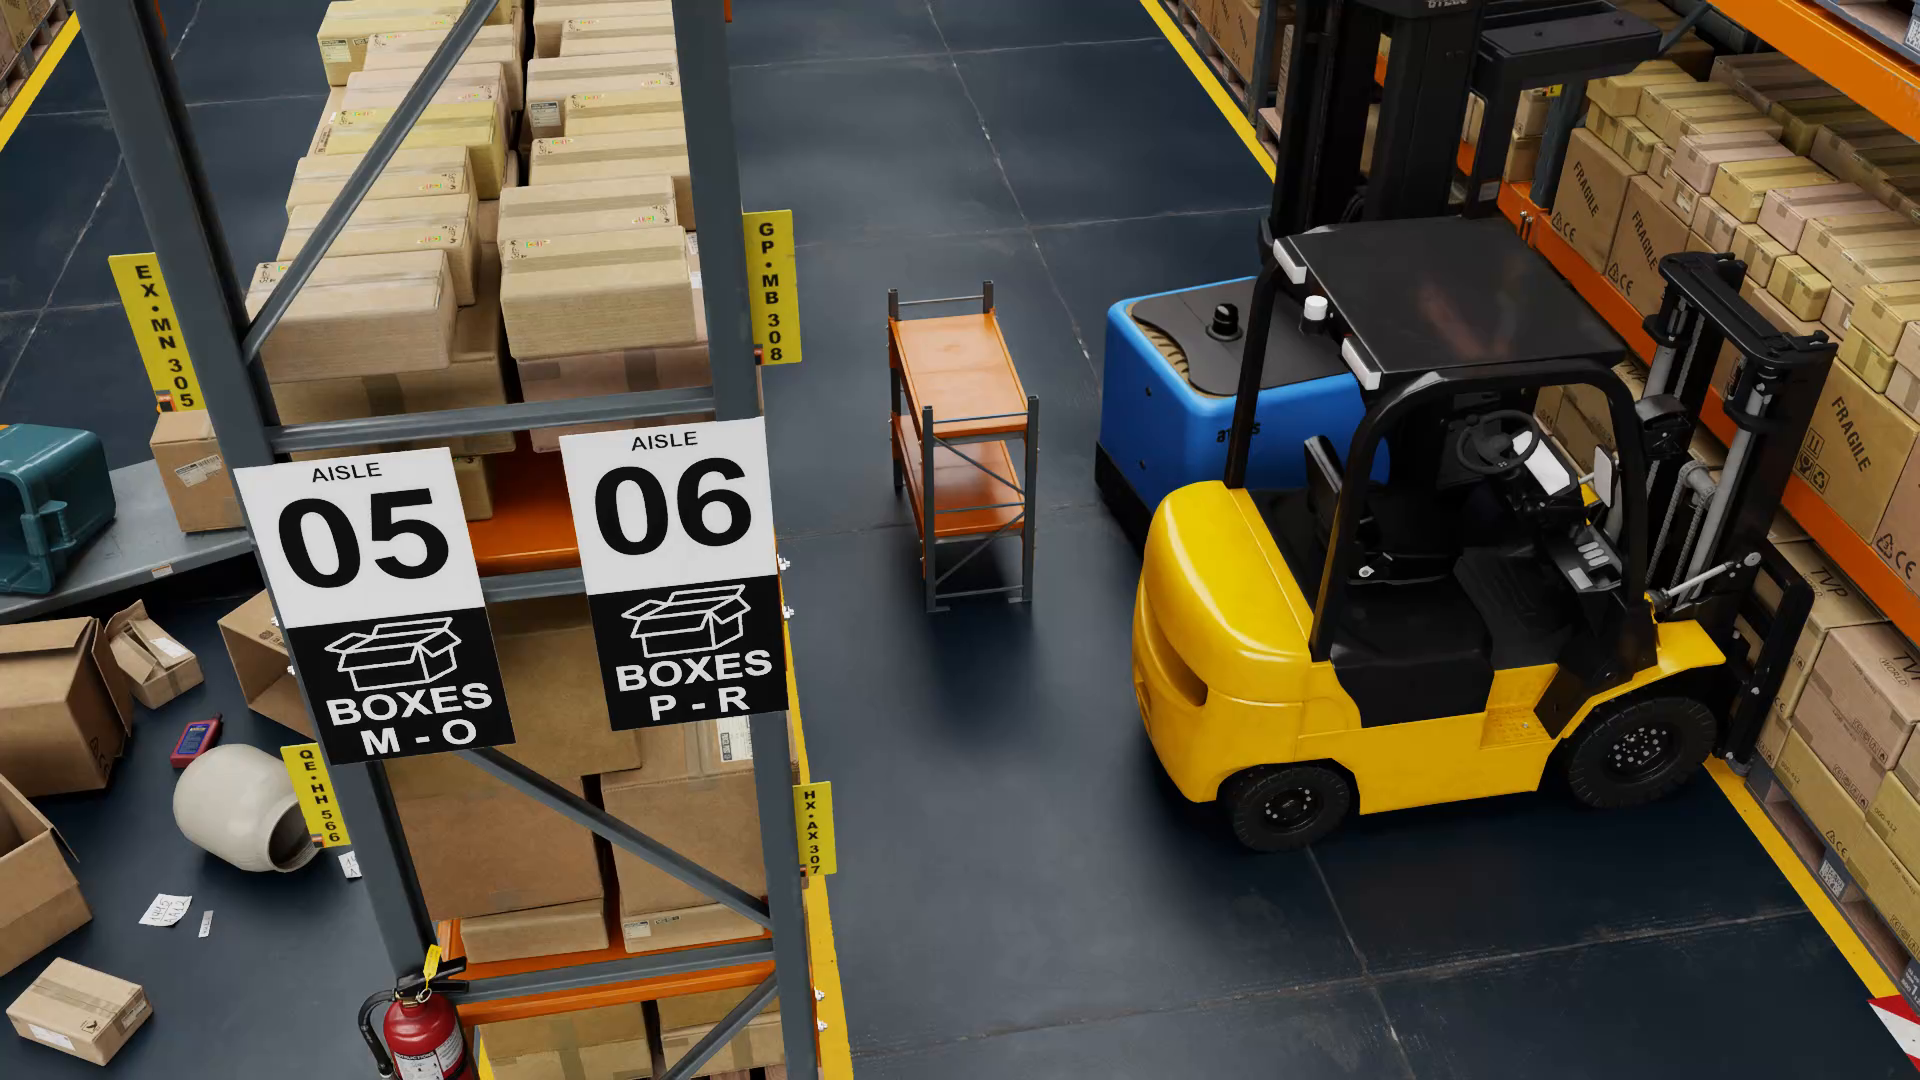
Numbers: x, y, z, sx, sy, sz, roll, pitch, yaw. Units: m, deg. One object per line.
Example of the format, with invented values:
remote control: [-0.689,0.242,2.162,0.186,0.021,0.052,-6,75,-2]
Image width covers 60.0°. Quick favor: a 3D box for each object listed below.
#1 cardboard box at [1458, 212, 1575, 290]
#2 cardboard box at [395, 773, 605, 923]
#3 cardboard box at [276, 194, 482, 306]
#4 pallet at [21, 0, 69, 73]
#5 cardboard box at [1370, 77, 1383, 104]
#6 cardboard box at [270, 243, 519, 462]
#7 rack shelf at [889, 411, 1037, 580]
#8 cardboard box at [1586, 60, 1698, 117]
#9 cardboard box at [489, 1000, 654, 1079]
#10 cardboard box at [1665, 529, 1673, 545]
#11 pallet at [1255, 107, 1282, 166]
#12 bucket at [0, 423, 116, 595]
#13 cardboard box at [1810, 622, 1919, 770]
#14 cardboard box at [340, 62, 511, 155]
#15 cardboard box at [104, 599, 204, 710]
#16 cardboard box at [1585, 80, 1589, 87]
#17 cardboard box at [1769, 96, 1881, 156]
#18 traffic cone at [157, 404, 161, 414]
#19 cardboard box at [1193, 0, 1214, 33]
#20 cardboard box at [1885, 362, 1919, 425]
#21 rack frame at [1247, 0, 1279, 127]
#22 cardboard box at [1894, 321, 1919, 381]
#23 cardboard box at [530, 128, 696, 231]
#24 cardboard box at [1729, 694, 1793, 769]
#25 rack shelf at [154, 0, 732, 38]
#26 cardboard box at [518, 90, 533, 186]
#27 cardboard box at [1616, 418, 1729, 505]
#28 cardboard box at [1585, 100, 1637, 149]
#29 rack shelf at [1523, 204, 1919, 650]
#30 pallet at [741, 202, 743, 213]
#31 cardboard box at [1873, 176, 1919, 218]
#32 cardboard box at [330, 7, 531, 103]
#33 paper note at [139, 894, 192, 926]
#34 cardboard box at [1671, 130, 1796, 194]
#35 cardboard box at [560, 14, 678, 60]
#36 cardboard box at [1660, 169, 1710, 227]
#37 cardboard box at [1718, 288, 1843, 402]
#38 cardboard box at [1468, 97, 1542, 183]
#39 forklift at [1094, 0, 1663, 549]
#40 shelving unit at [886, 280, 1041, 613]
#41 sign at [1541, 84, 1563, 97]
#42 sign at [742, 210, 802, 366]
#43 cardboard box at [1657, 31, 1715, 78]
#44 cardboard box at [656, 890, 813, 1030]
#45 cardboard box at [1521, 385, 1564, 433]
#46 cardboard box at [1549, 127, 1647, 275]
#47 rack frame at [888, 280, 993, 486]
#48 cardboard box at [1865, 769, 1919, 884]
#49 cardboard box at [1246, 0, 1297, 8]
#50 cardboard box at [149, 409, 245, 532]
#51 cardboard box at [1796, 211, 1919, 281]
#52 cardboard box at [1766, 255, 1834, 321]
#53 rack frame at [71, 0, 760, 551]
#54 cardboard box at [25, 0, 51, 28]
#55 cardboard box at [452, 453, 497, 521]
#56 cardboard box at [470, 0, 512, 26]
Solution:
cardboard box: [3.189,-1.380,9.075,0.875,0.625,0.625,-5,38,-6]
cardboard box: [-1.260,0.659,4.533,0.500,0.500,0.500,-7,38,-9]
cardboard box: [-1.251,-0.619,3.611,0.380,0.149,0.250,-6,38,-7]
pallet: [-7.715,-3.969,13.087,1.003,0.211,1.213,-6,38,-8]
cardboard box: [2.808,-2.710,10.787,0.875,0.625,0.625,-5,38,-6]
cardboard box: [-1.249,-0.409,3.666,0.500,0.250,0.500,-7,38,-9]
rack shelf: [-0.001,-0.255,7.960,0.538,0.278,1.000,-6,38,-8]
cardboard box: [3.055,-2.027,7.461,0.380,0.149,0.250,-5,38,-7]
cardboard box: [-1.305,1.560,5.596,0.500,0.250,0.500,-6,38,-8]
cardboard box: [3.327,0.124,7.037,0.500,0.250,0.500,-6,38,-8]
pallet: [2.696,-2.652,11.391,1.003,0.211,1.213,-6,38,-8]
bucket: [-4.157,-0.182,7.368,0.726,0.611,0.620,6,28,8]
cardboard box: [3.509,0.551,6.080,0.500,0.250,0.500,-6,38,-7]
cardboard box: [-1.344,-1.078,4.203,0.380,0.149,0.250,-6,38,-8]
cardboard box: [-3.565,0.500,7.289,0.396,0.266,0.258,27,45,30]
cardboard box: [3.013,-2.316,8.076,0.380,0.149,0.250,-5,38,-6]
cardboard box: [3.707,-1.777,7.139,0.380,0.149,0.250,-7,38,-8]
traffic cone: [-4.226,-0.966,9.017,0.336,0.463,0.334,-6,38,-8]
cardboard box: [2.132,-4.284,12.915,0.500,0.500,0.500,-5,38,-6]
cardboard box: [3.471,-0.519,5.762,0.380,0.149,0.250,-7,38,-9]
rack frame: [2.590,-4.254,11.181,1.000,3.000,0.127,-6,38,-8]
cardboard box: [3.450,-0.634,5.668,0.380,0.149,0.250,-5,38,-7]
cardboard box: [-0.798,-0.831,3.885,0.380,0.149,0.250,-6,38,-8]
cardboard box: [3.442,0.643,6.776,0.500,0.250,0.500,-6,38,-7]
rack shelf: [-1.244,-2.178,4.207,1.077,0.370,4.000,-6,38,-8]
cardboard box: [-0.913,-1.076,4.525,0.500,0.250,0.500,-5,38,-7]
cardboard box: [3.245,-0.378,7.275,0.500,0.250,0.500,-5,38,-6]
cardboard box: [3.088,-1.913,7.557,0.380,0.149,0.250,-7,38,-9]
rack shelf: [3.642,-0.346,6.737,1.077,0.370,4.000,-6,38,-8]
pallet: [-1.586,-1.704,8.054,1.003,0.211,1.213,-6,38,-8]
cardboard box: [3.837,-1.314,6.544,0.380,0.149,0.250,-7,38,-8]
cardboard box: [-1.522,-1.331,4.852,0.500,0.250,0.500,-6,38,-8]
paper note: [-3.021,1.405,6.326,0.148,0.019,0.142,6,38,8]
cardboard box: [3.187,-1.559,6.859,0.380,0.149,0.250,-5,38,-7]
cardboard box: [-0.872,-1.297,4.484,0.380,0.149,0.250,-5,38,-7]
cardboard box: [3.178,-1.445,6.955,0.380,0.149,0.250,-5,38,-7]
cardboard box: [3.377,-0.657,6.469,0.500,0.500,0.500,-6,38,-8]
cardboard box: [2.945,-2.055,8.473,0.500,0.250,0.500,-5,38,-7]
forklift: [2.253,-1.463,7.644,3.031,2.935,1.130,-12,40,-16]
shelving unit: [-0.001,-0.448,7.810,0.538,1.125,1.048,-6,38,-8]
sign: [2.759,-2.200,7.657,0.100,0.325,0.005,-6,38,-8]
sign: [-0.360,-0.474,3.158,0.100,0.325,0.005,-6,38,-8]
cardboard box: [3.441,-2.369,8.144,0.380,0.149,0.250,-7,38,-9]
cardboard box: [-0.768,1.206,5.440,0.500,0.500,0.500,-7,38,-9]
cardboard box: [3.072,-0.790,8.214,0.500,0.250,0.500,-6,38,-8]
cardboard box: [3.112,-1.582,7.659,0.500,0.500,0.500,-7,38,-9]
rack frame: [-0.090,-0.755,8.205,0.500,1.125,0.032,-6,38,-8]
cardboard box: [3.599,1.040,5.858,0.500,0.250,0.500,-7,38,-9]
cardboard box: [2.254,-3.960,11.969,0.380,0.149,0.250,-8,39,-10]
cardboard box: [-3.342,-0.404,7.646,0.500,0.500,0.500,-6,38,-8]
cardboard box: [3.420,-1.109,6.279,0.380,0.149,0.250,-6,38,-8]
cardboard box: [3.339,-0.977,6.352,0.380,0.149,0.250,-7,38,-9]
rack frame: [-0.894,-1.255,2.431,1.000,3.000,0.127,-6,38,-8]
cardboard box: [-7.476,-4.299,12.934,0.500,0.500,0.500,-7,38,-9]
cardboard box: [-1.232,-0.157,3.667,0.380,0.149,0.250,-6,38,-8]
cardboard box: [-1.507,-1.547,4.806,0.380,0.149,0.250,-6,38,-7]
